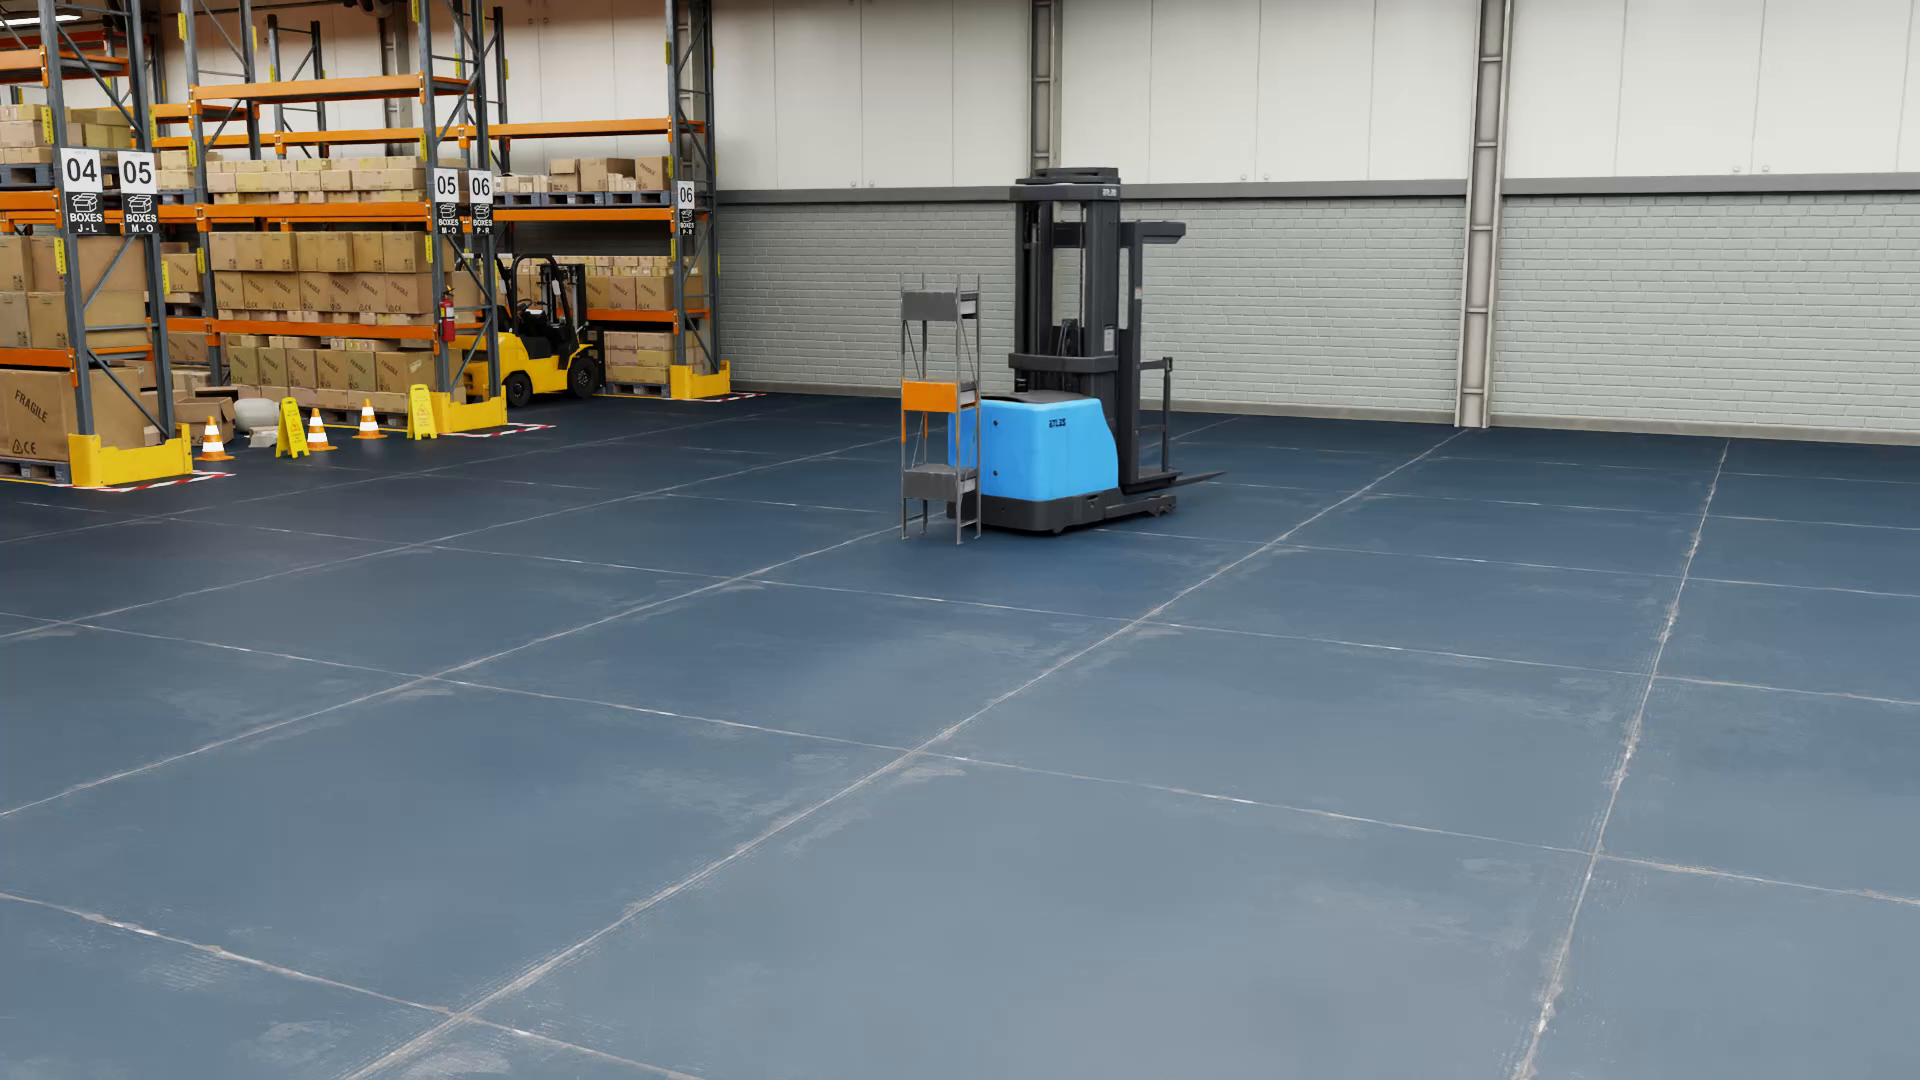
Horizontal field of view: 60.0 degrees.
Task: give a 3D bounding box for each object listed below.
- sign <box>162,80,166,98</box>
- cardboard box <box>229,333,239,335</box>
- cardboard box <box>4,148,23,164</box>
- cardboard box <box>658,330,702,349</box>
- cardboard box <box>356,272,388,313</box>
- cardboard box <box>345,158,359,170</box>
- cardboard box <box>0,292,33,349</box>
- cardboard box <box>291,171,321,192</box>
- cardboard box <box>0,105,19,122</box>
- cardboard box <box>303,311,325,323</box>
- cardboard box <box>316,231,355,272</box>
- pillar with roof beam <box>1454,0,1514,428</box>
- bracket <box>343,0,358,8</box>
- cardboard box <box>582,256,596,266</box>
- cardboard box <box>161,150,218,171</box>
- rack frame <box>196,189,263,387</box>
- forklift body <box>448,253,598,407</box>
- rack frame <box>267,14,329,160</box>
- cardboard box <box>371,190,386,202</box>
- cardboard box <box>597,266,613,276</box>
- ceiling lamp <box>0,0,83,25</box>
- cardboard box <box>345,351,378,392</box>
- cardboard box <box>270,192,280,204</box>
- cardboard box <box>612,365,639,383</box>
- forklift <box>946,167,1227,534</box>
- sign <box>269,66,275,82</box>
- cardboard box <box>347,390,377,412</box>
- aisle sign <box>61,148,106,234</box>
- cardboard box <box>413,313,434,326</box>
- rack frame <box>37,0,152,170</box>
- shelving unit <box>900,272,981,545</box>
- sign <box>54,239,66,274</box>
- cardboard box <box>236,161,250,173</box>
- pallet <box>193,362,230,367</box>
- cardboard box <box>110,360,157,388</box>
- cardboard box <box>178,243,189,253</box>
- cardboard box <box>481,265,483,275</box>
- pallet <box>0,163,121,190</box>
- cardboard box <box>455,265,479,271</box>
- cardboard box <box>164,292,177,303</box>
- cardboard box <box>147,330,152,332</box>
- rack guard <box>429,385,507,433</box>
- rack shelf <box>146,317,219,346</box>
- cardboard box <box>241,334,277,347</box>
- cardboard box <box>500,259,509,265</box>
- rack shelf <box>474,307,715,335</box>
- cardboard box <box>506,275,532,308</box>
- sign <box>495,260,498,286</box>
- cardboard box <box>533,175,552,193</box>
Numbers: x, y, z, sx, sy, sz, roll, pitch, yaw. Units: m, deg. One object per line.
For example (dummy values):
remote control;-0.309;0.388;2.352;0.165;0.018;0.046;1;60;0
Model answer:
sign;-14.499;-8.206;30.234;0.005;0.325;0.100;5;11;26
cardboard box;-12.623;-3.698;29.259;0.250;0.149;0.380;5;11;25
cardboard box;-8.945;-3.690;16.019;0.250;0.149;0.380;5;11;26
cardboard box;-4.326;-3.095;25.643;0.500;0.250;0.500;5;11;25
cardboard box;-7.227;-3.123;20.946;0.500;0.500;0.500;5;11;26
cardboard box;-7.477;-4.705;20.847;0.250;0.149;0.380;5;11;26
cardboard box;-9.127;-2.225;16.683;0.550;0.550;0.875;5;11;26
cardboard box;-8.121;-4.554;21.131;0.500;0.250;0.500;5;11;26
cardboard box;-8.946;-4.083;15.949;0.250;0.149;0.380;5;11;26
cardboard box;-8.236;-2.886;21.460;0.250;0.149;0.380;5;11;26
cardboard box;-7.679;-3.646;21.030;0.500;0.500;0.700;5;11;25
pillar with roof beam;4.653;-5.199;16.689;0.400;9.000;9.100;5;11;26
bracket;-10.114;-9.052;27.872;0.430;0.232;0.235;5;11;26
cardboard box;-5.582;-4.275;25.492;0.250;0.149;0.380;5;12;27
cardboard box;-10.334;-5.084;22.312;0.500;0.250;0.500;5;12;27
rack frame;-9.758;-3.204;22.508;0.127;3.000;1.000;5;11;26
forklift body;-6.486;-3.122;24.440;1.214;2.155;2.313;5;11;26
rack frame;-11.153;-7.264;28.097;0.127;3.000;1.000;5;11;26
cardboard box;-7.076;-4.265;20.655;0.250;0.149;0.380;5;12;28
cardboard box;-5.339;-4.113;25.430;0.250;0.149;0.380;5;11;24
ceiling lamp;-14.960;-10.034;27.015;2.000;3.185;0.800;5;11;26
cardboard box;-7.475;-2.173;21.250;0.500;0.500;0.500;6;12;28
cardboard box;-8.664;-4.412;21.467;0.250;0.149;0.380;5;11;24
cardboard box;-4.981;-2.562;25.506;0.500;0.250;0.500;5;11;26
forklift;1.238;-1.698;14.384;1.130;2.935;3.031;9;14;41
sign;-11.384;-7.675;27.524;0.005;0.325;0.100;5;11;26
cardboard box;-7.476;-1.805;21.321;0.500;0.250;0.500;5;11;26
aisle sign;-8.340;-3.316;15.827;0.004;0.787;0.394;5;11;26
cardboard box;-6.601;-2.760;20.763;0.250;0.149;0.380;5;12;28
rack frame;-8.271;-5.042;15.820;0.127;3.000;1.000;5;11;26
shelving unit;-0.148;-1.046;13.115;0.503;2.100;0.431;5;11;26
sign;-8.523;-2.691;15.757;0.005;0.325;0.100;5;11;26
cardboard box;-9.141;-4.833;21.557;0.250;0.149;0.380;5;11;24
pallet;-12.895;-3.101;29.771;1.213;0.211;1.003;5;11;26
cardboard box;-10.519;-2.059;21.079;0.500;0.500;0.500;5;11;26
cardboard box;-11.043;-4.088;23.276;0.250;0.149;0.380;6;12;29
cardboard box;-7.396;-4.298;26.452;0.250;0.149;0.380;5;11;25
pallet;-8.941;-3.579;16.409;1.213;0.211;1.003;5;11;26
cardboard box;-7.970;-4.356;26.776;0.250;0.149;0.380;5;12;28
cardboard box;-10.571;-3.307;22.604;0.250;0.149;0.380;5;11;24
cardboard box;-14.536;-3.852;30.109;0.250;0.149;0.380;6;12;29
rack guard;-6.239;-1.664;21.022;0.348;0.500;1.175;5;11;26
rack shelf;-11.552;-3.007;23.443;4.000;0.370;1.077;5;11;26
cardboard box;-9.263;-2.636;21.988;0.250;0.149;0.380;5;11;27
cardboard box;-7.128;-4.435;26.377;0.250;0.149;0.380;5;11;27
rack shelf;-5.772;-3.485;26.083;4.000;0.370;1.077;5;11;26
cardboard box;-6.809;-3.931;26.245;0.500;0.500;0.500;5;12;27
sign;-5.931;-3.401;21.168;0.005;0.325;0.100;5;11;26
cardboard box;-6.369;-5.497;25.674;0.258;0.266;0.396;5;11;24
